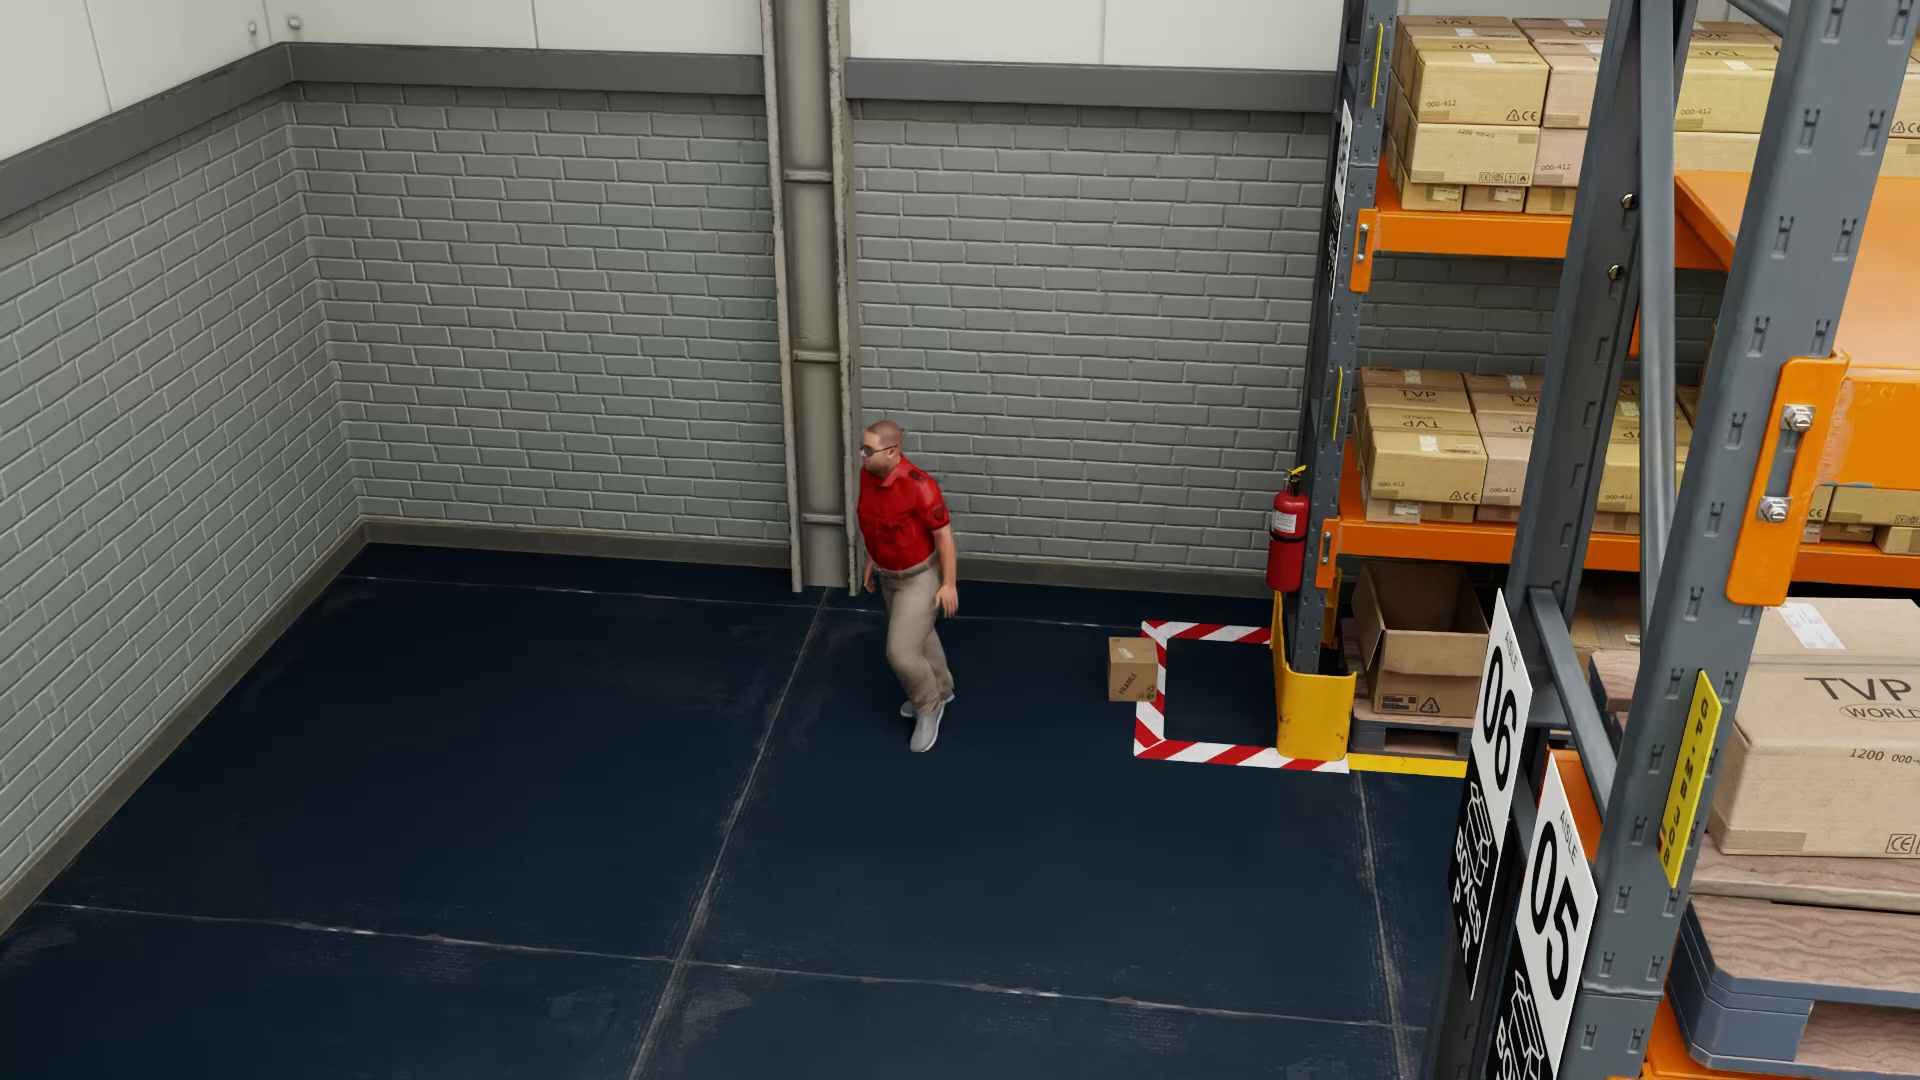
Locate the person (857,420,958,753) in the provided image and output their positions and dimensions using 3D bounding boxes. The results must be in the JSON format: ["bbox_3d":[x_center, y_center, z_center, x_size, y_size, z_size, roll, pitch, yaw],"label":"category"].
[{"bbox_3d":[-0.239,0.191,8.315,0.515,1.753,0.600,-20,34,-32],"label":"person"}]
